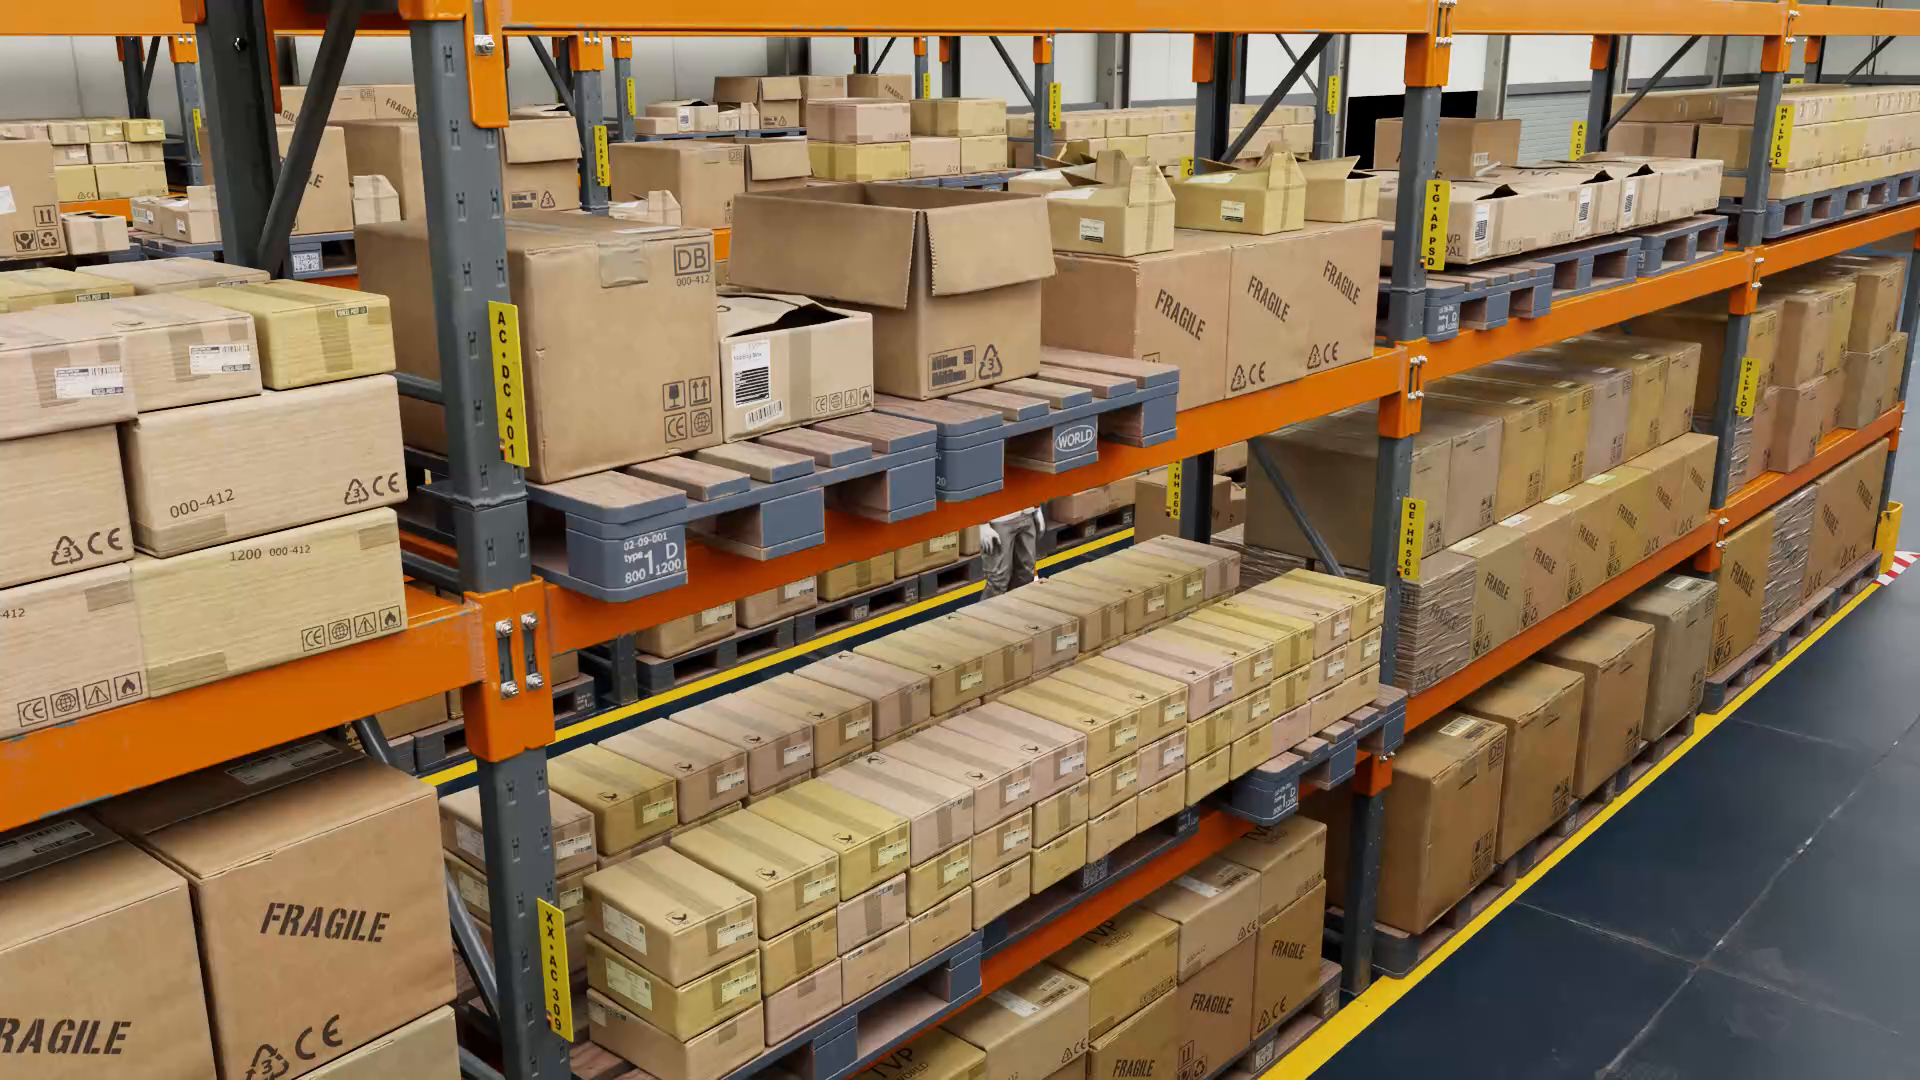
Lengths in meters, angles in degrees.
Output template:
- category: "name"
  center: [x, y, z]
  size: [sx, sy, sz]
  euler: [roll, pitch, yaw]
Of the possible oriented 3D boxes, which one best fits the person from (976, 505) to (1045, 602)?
- category: "person"
  center: [0.330, -0.112, 10.895]
  size: [0.448, 1.774, 0.617]
  euler: [14, 22, 39]
